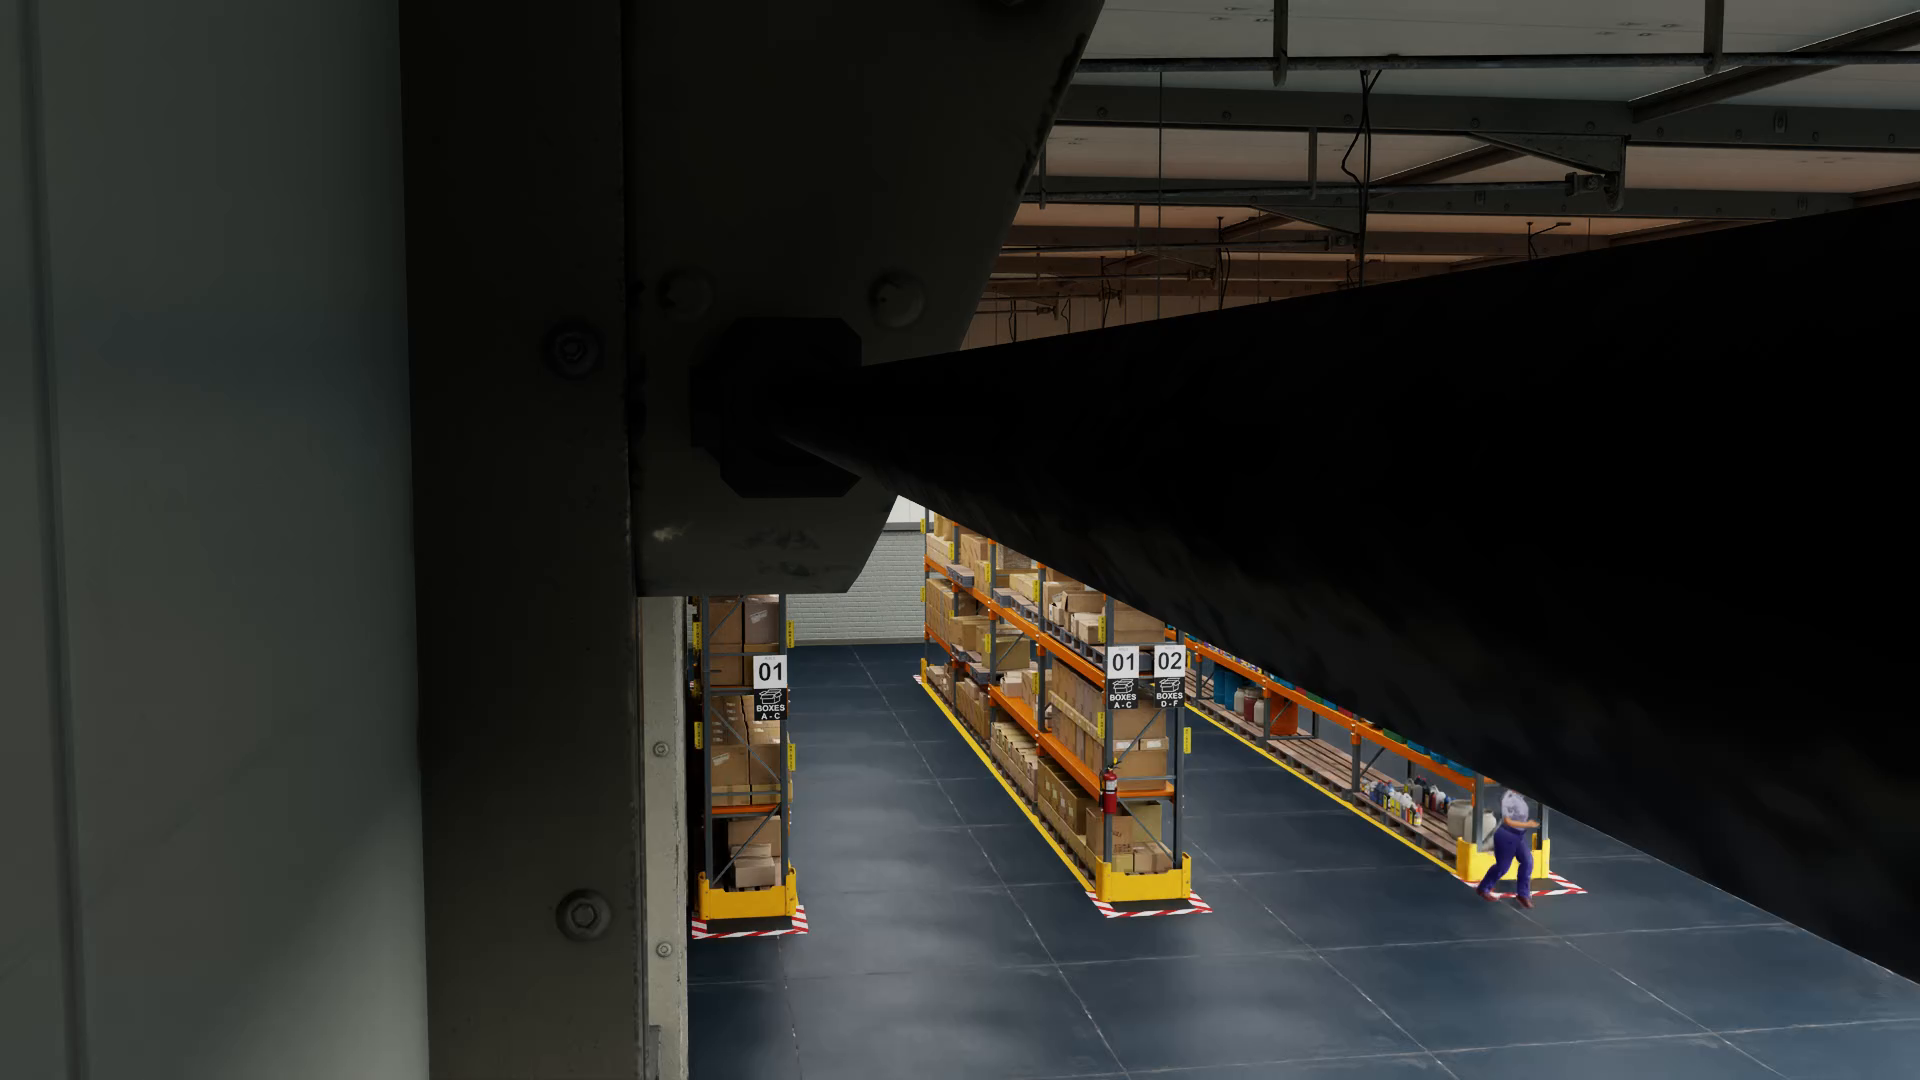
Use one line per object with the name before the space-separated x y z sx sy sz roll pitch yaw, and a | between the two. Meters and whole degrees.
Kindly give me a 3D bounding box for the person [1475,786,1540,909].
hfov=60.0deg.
person | 6.775 3.723 20.511 0.745 1.726 0.615 4 6 36
